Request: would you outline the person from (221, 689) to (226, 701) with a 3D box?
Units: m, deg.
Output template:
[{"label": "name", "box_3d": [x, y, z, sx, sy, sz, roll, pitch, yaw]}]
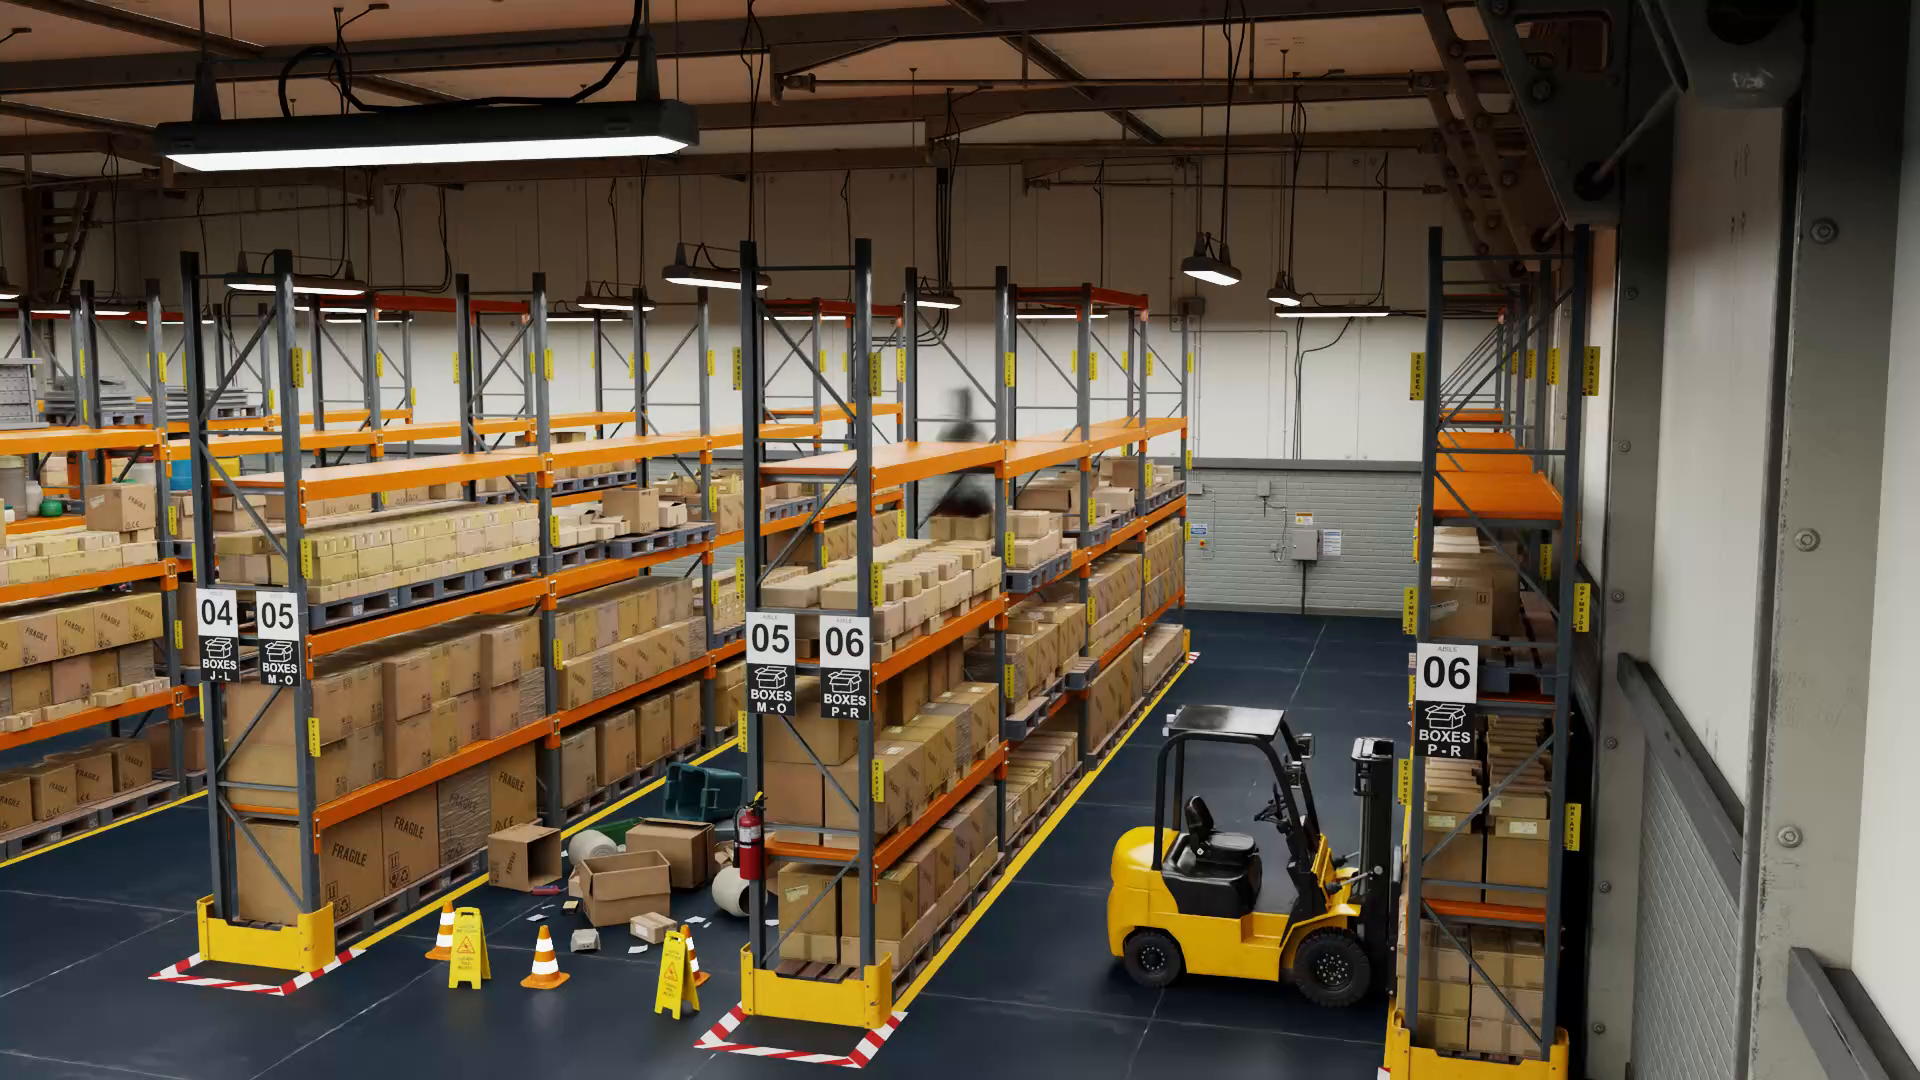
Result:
[{"label": "person", "box_3d": [-10.746, 1.674, 24.030, 0.585, 1.647, 0.605, 1, 6, 10]}]
